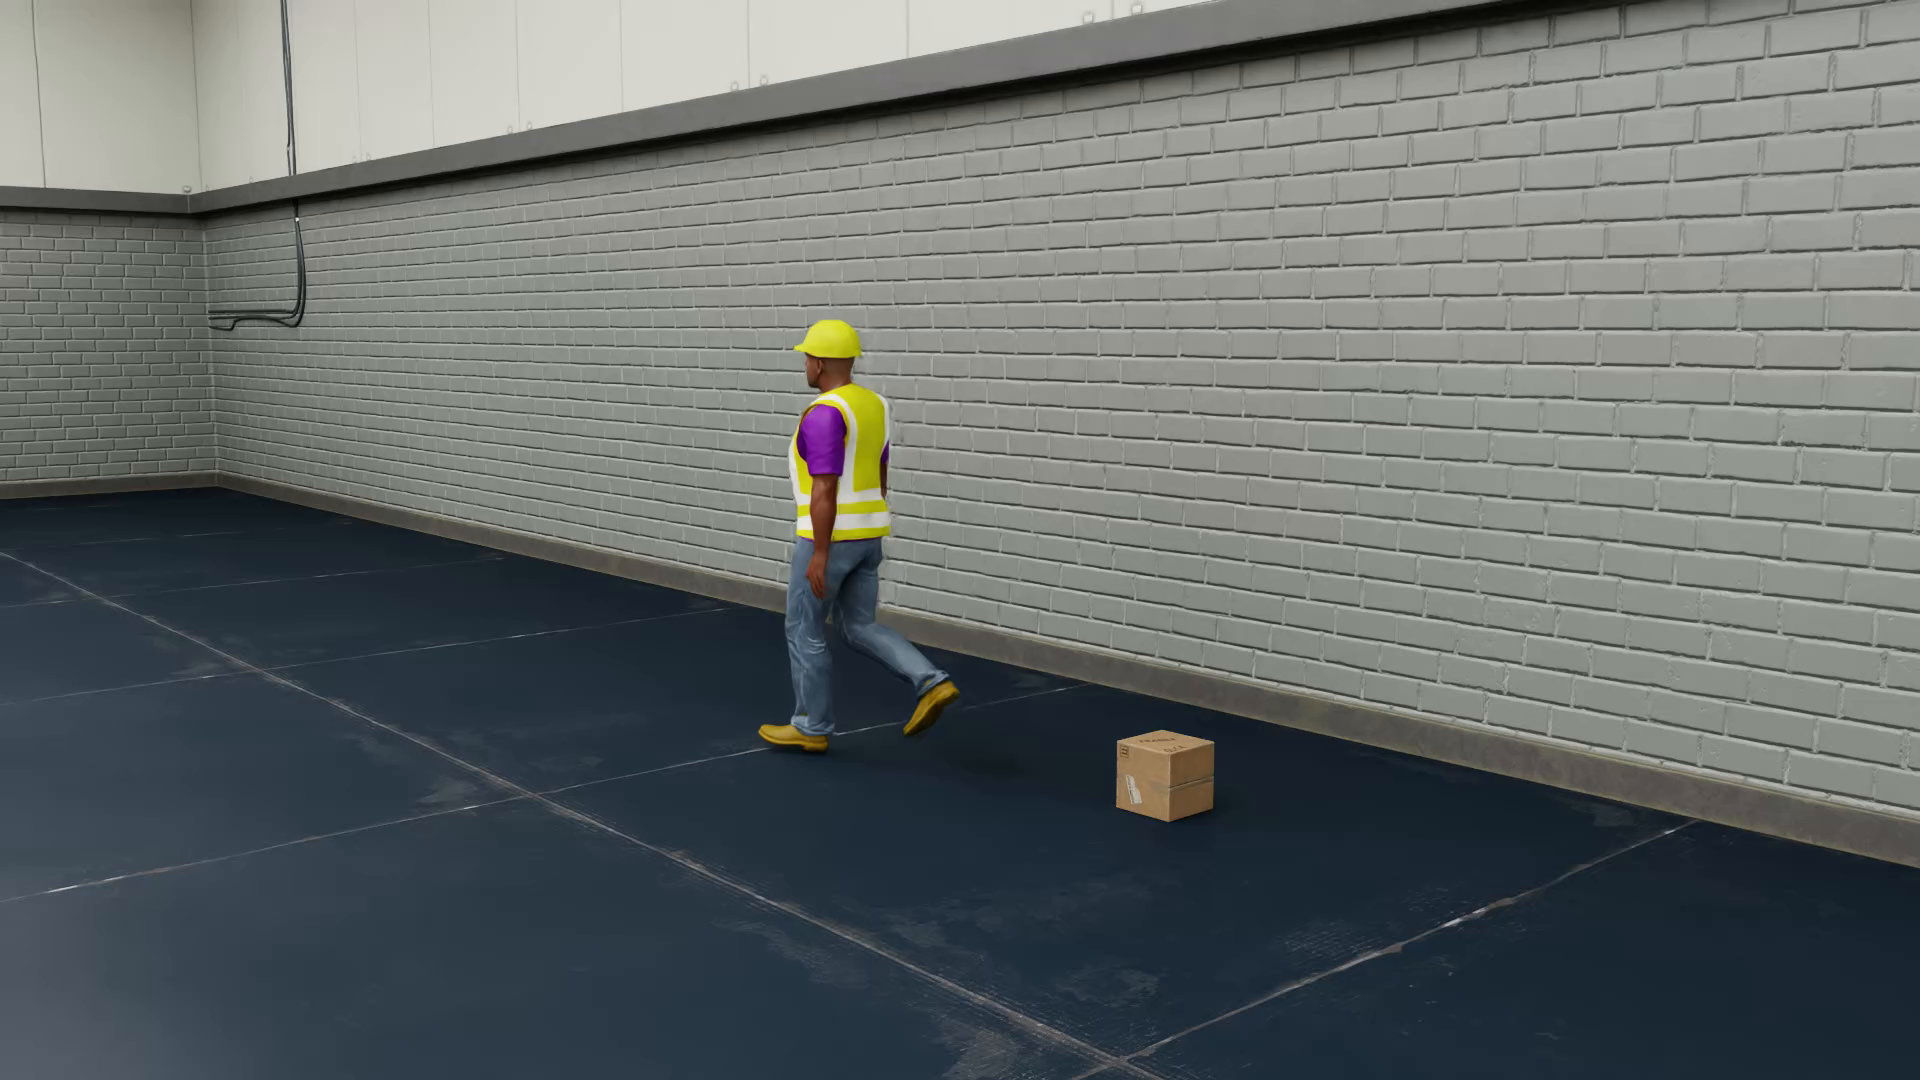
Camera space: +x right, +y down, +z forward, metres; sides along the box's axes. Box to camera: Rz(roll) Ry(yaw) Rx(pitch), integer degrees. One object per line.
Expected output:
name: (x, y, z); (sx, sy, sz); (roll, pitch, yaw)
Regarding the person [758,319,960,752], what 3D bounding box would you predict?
person: (-0.413, -0.005, 6.670); (0.850, 1.744, 0.583); (4, 8, 27)
